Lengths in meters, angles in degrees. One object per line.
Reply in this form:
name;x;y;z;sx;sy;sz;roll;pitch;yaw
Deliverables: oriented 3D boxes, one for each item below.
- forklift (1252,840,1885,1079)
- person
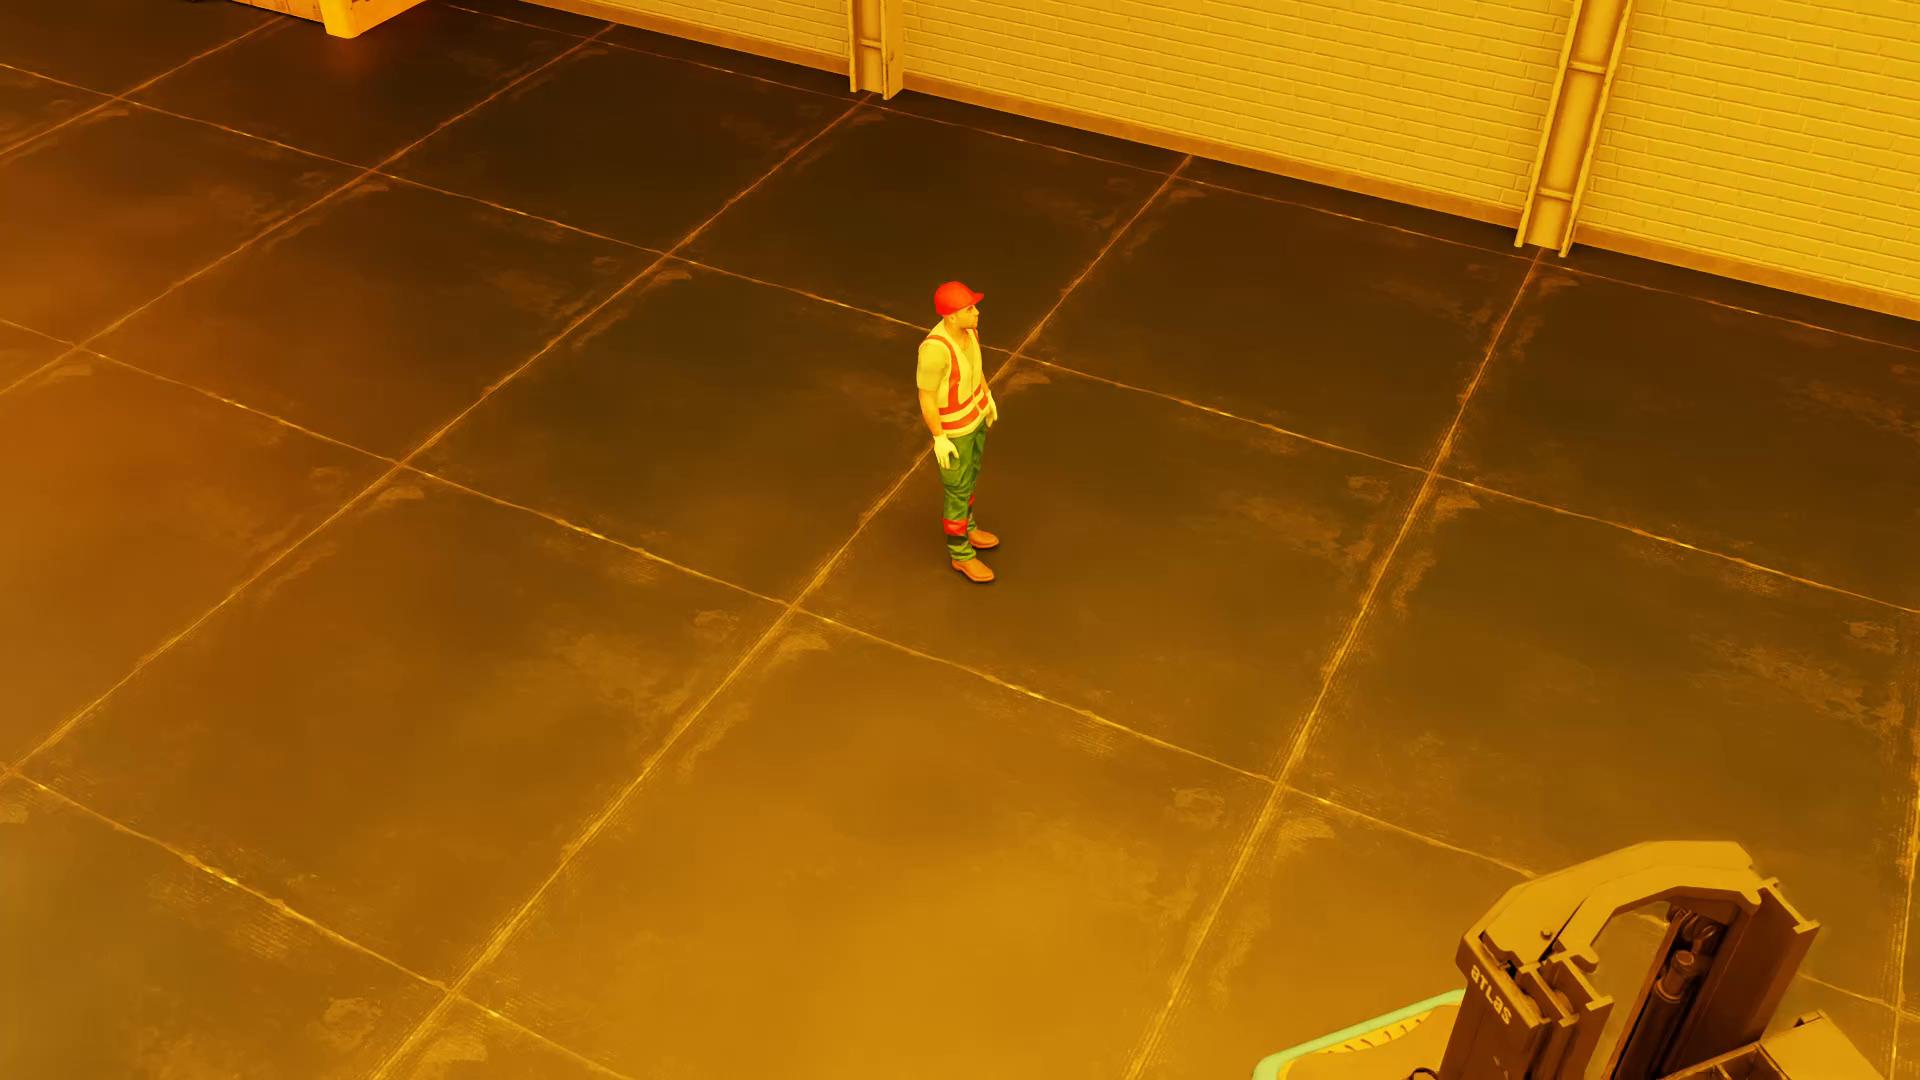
forklift;2.088;2.444;5.084;1.130;2.935;3.031;-14;42;-16
person;0.065;-0.659;9.644;0.564;1.787;0.637;18;43;21
